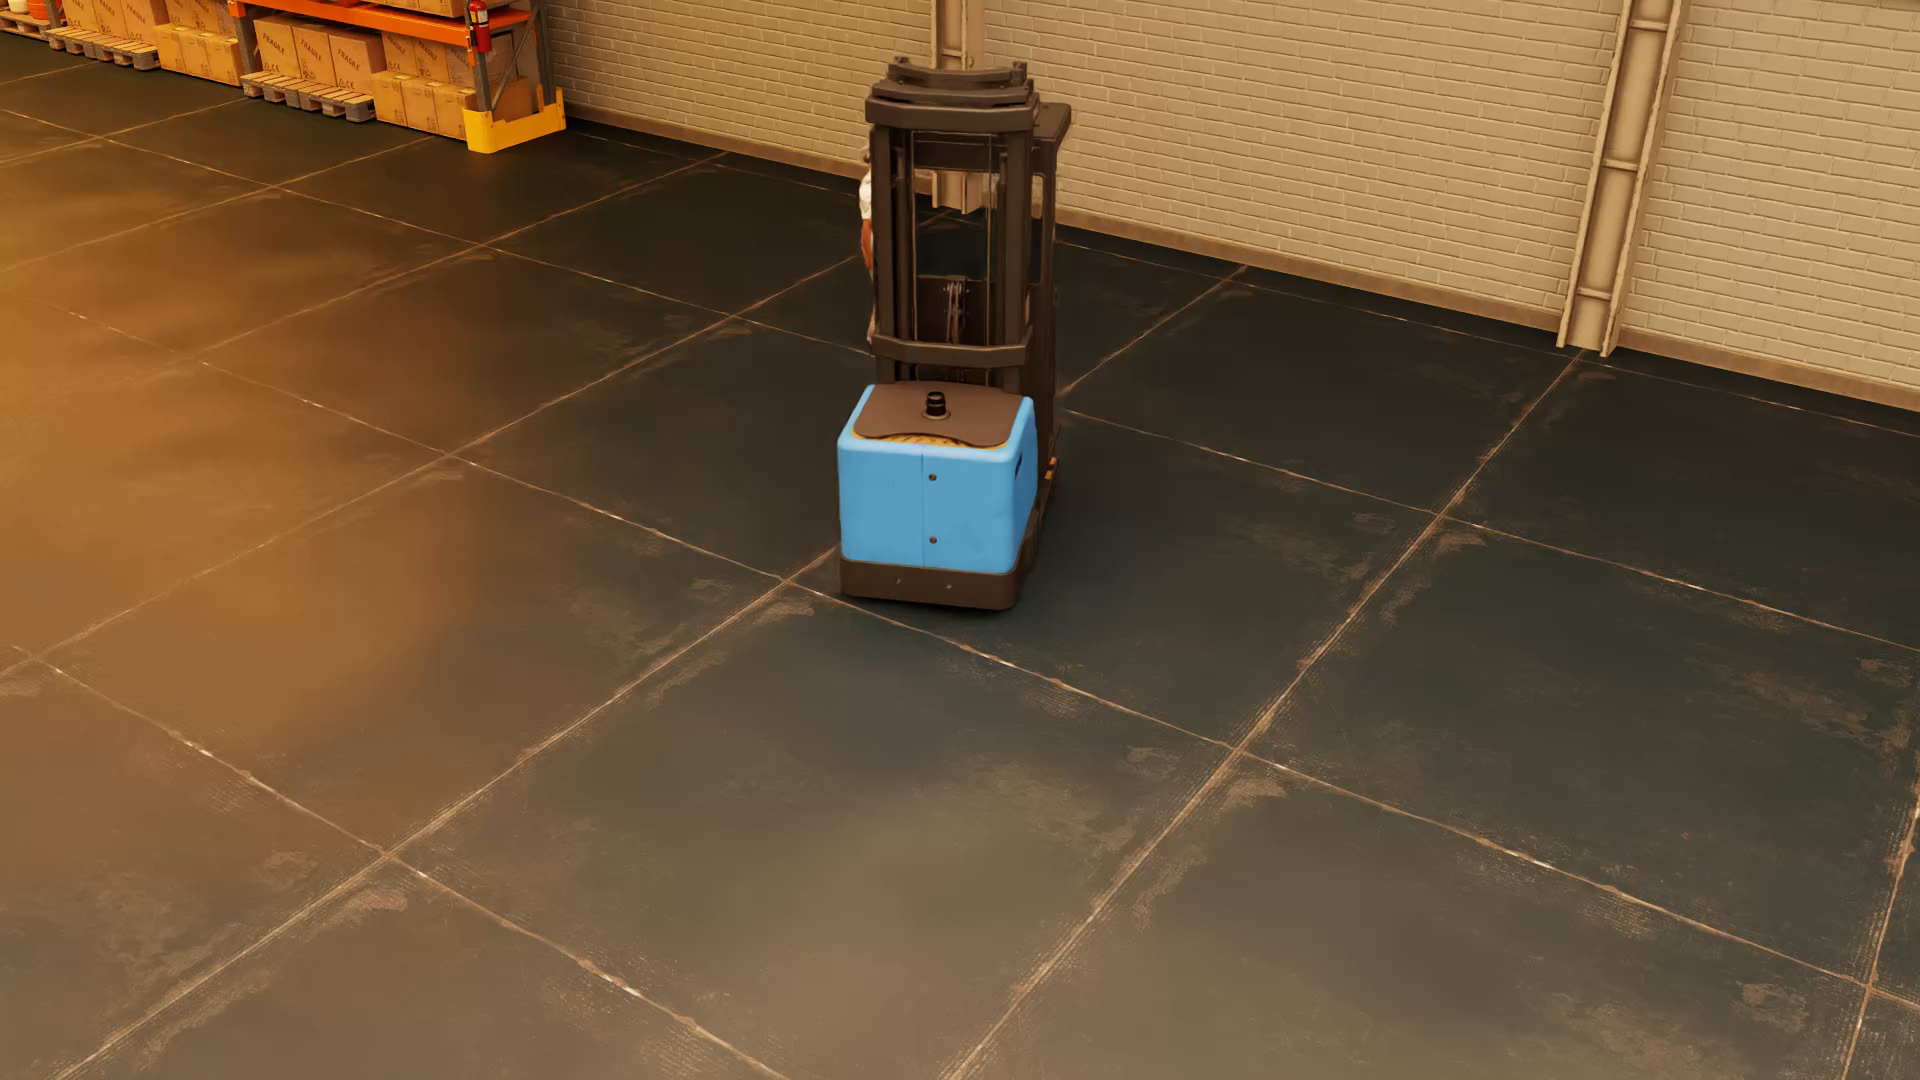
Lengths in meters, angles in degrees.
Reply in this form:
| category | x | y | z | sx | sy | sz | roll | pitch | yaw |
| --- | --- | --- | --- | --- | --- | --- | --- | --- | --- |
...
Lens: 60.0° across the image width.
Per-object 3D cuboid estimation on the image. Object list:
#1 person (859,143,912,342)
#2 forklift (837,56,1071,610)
| category | x | y | z | sx | sy | sz | roll | pitch | yaw |
| --- | --- | --- | --- | --- | --- | --- | --- | --- | --- |
| person | -0.535 | -2.249 | 12.730 | 0.450 | 1.675 | 0.495 | 13 | 33 | 21 |
| forklift | 0.062 | -1.584 | 10.310 | 1.130 | 2.935 | 3.031 | 5 | 31 | 9 |
